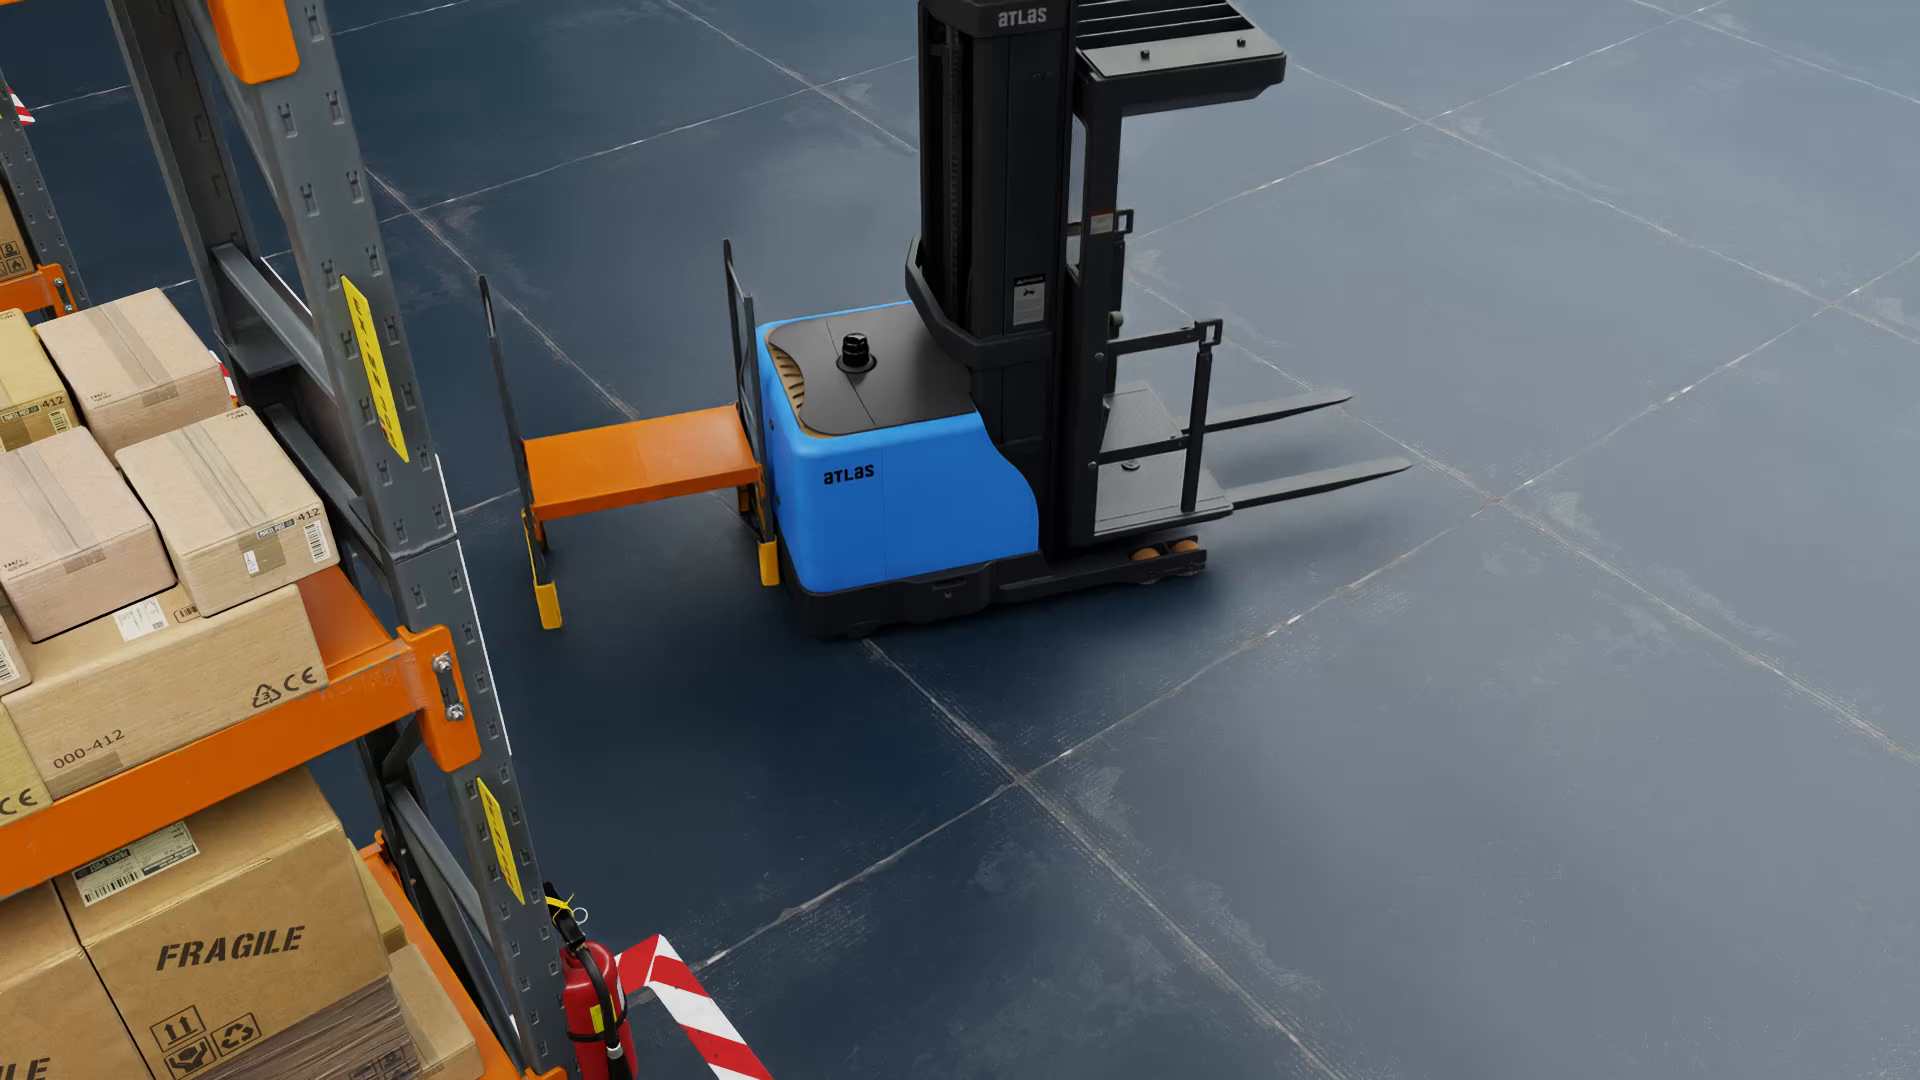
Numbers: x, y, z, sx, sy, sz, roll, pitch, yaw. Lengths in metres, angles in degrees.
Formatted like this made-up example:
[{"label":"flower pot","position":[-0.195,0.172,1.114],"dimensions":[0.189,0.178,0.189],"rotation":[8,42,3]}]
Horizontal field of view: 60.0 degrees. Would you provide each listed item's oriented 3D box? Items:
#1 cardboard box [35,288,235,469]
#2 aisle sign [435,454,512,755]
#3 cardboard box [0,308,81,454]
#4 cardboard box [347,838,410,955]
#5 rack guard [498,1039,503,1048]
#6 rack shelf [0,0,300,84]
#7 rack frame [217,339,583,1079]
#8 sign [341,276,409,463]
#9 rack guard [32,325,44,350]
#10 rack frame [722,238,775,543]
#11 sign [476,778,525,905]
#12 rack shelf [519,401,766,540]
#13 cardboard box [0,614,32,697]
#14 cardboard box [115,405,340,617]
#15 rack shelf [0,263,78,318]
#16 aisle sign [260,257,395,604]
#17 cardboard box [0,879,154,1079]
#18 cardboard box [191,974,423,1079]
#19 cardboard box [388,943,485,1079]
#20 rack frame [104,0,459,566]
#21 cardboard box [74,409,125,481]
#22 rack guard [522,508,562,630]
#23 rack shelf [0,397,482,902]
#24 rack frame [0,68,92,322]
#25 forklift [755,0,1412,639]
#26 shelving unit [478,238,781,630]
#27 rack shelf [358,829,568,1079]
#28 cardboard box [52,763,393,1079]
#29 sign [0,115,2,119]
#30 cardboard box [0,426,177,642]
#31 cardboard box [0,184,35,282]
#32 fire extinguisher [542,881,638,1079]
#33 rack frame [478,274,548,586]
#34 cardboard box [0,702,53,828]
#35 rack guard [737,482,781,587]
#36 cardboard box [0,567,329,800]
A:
[{"label":"cardboard box","position":[-1.665,-0.334,3.365],"dimensions":[0.250,0.149,0.380],"rotation":[-26,46,-28]},{"label":"aisle sign","position":[-1.074,0.053,3.404],"dimensions":[0.004,0.787,0.394],"rotation":[-26,46,-28]},{"label":"cardboard box","position":[-1.930,-0.283,3.302],"dimensions":[0.250,0.149,0.380],"rotation":[-25,45,-27]},{"label":"cardboard box","position":[-1.677,1.019,4.474],"dimensions":[0.250,0.149,0.380],"rotation":[-26,46,-28]},{"label":"rack guard","position":[-1.366,1.927,5.140],"dimensions":[0.348,0.500,1.175],"rotation":[-26,46,-28]},{"label":"rack shelf","position":[-2.892,-0.335,1.767],"dimensions":[4.000,0.370,1.077],"rotation":[-26,46,-28]},{"label":"rack frame","position":[-1.306,0.932,4.383],"dimensions":[0.127,3.000,1.000],"rotation":[-26,46,-28]},{"label":"sign","position":[-0.984,-0.284,2.801],"dimensions":[0.005,0.325,0.100],"rotation":[-26,46,-28]},{"label":"rack guard","position":[-4.229,-0.645,8.275],"dimensions":[0.348,0.500,1.175],"rotation":[-26,46,-28]},{"label":"rack frame","position":[-0.927,-0.552,7.374],"dimensions":[0.032,1.500,0.500],"rotation":[-11,41,-13]},{"label":"sign","position":[-0.984,0.649,3.566],"dimensions":[0.005,0.325,0.100],"rotation":[-26,46,-28]},{"label":"rack shelf","position":[-1.412,-0.318,7.372],"dimensions":[1.000,0.185,0.538],"rotation":[-11,41,-13]},{"label":"cardboard box","position":[-1.764,0.142,2.784],"dimensions":[0.250,0.149,0.380],"rotation":[-28,47,-30]},{"label":"cardboard box","position":[-1.336,-0.060,3.030],"dimensions":[0.250,0.149,0.380],"rotation":[-26,46,-28]},{"label":"rack shelf","position":[-5.834,-0.551,6.757],"dimensions":[4.000,0.370,1.077],"rotation":[-26,46,-28]},{"label":"aisle sign","position":[-1.440,-0.248,3.771],"dimensions":[0.004,0.787,0.394],"rotation":[-26,46,-28]},{"label":"cardboard box","position":[-1.985,0.924,3.290],"dimensions":[0.500,0.500,0.500],"rotation":[-26,46,-28]},{"label":"cardboard box","position":[-1.759,0.977,4.014],"dimensions":[0.500,0.500,0.875],"rotation":[-26,46,-28]},{"label":"cardboard box","position":[-1.406,1.243,4.202],"dimensions":[0.250,0.149,0.380],"rotation":[-26,46,-28]},{"label":"rack frame","position":[-1.306,-1.388,2.480],"dimensions":[0.127,3.000,1.000],"rotation":[-26,46,-28]},{"label":"cardboard box","position":[-1.846,-0.114,3.411],"dimensions":[0.500,0.250,0.500],"rotation":[-25,45,-27]},{"label":"rack guard","position":[-1.897,0.121,7.539],"dimensions":[0.087,0.250,0.587],"rotation":[-11,41,-13]},{"label":"rack shelf","position":[-2.892,0.823,2.717],"dimensions":[4.000,0.370,1.077],"rotation":[-26,46,-28]},{"label":"rack frame","position":[-4.248,-1.602,7.471],"dimensions":[0.127,3.000,1.000],"rotation":[-26,46,-28]},{"label":"forklift","position":[0.626,-1.239,7.082],"dimensions":[3.031,2.935,1.130],"rotation":[-11,41,-13]},{"label":"shelving unit","position":[-1.421,-0.456,7.256],"dimensions":[1.083,1.500,0.587],"rotation":[-11,41,-13]},{"label":"rack shelf","position":[-2.892,1.983,3.669],"dimensions":[4.000,0.370,1.077],"rotation":[-26,46,-28]},{"label":"cardboard box","position":[-1.592,0.728,3.529],"dimensions":[0.500,0.500,0.500],"rotation":[-26,46,-28]},{"label":"sign","position":[-3.929,-1.863,6.689],"dimensions":[0.005,0.325,0.100],"rotation":[-26,46,-28]},{"label":"cardboard box","position":[-1.614,-0.018,2.980],"dimensions":[0.250,0.149,0.380],"rotation":[-28,47,-29]},{"label":"cardboard box","position":[-4.515,-1.494,7.221],"dimensions":[0.550,0.550,0.875],"rotation":[-26,46,-28]},{"label":"fire extinguisher","position":[-0.934,1.149,4.179],"dimensions":[0.183,0.674,0.296],"rotation":[-26,46,-28]},{"label":"rack frame","position":[-1.898,-0.362,7.142],"dimensions":[0.032,1.500,0.500],"rotation":[-11,41,-13]},{"label":"cardboard box","position":[-1.928,0.338,2.859],"dimensions":[0.500,0.250,0.500],"rotation":[-26,46,-28]},{"label":"rack guard","position":[-0.945,-0.066,7.766],"dimensions":[0.087,0.250,0.587],"rotation":[-11,41,-13]},{"label":"cardboard box","position":[-1.534,0.144,3.096],"dimensions":[0.500,0.250,0.500],"rotation":[-25,45,-27]}]
